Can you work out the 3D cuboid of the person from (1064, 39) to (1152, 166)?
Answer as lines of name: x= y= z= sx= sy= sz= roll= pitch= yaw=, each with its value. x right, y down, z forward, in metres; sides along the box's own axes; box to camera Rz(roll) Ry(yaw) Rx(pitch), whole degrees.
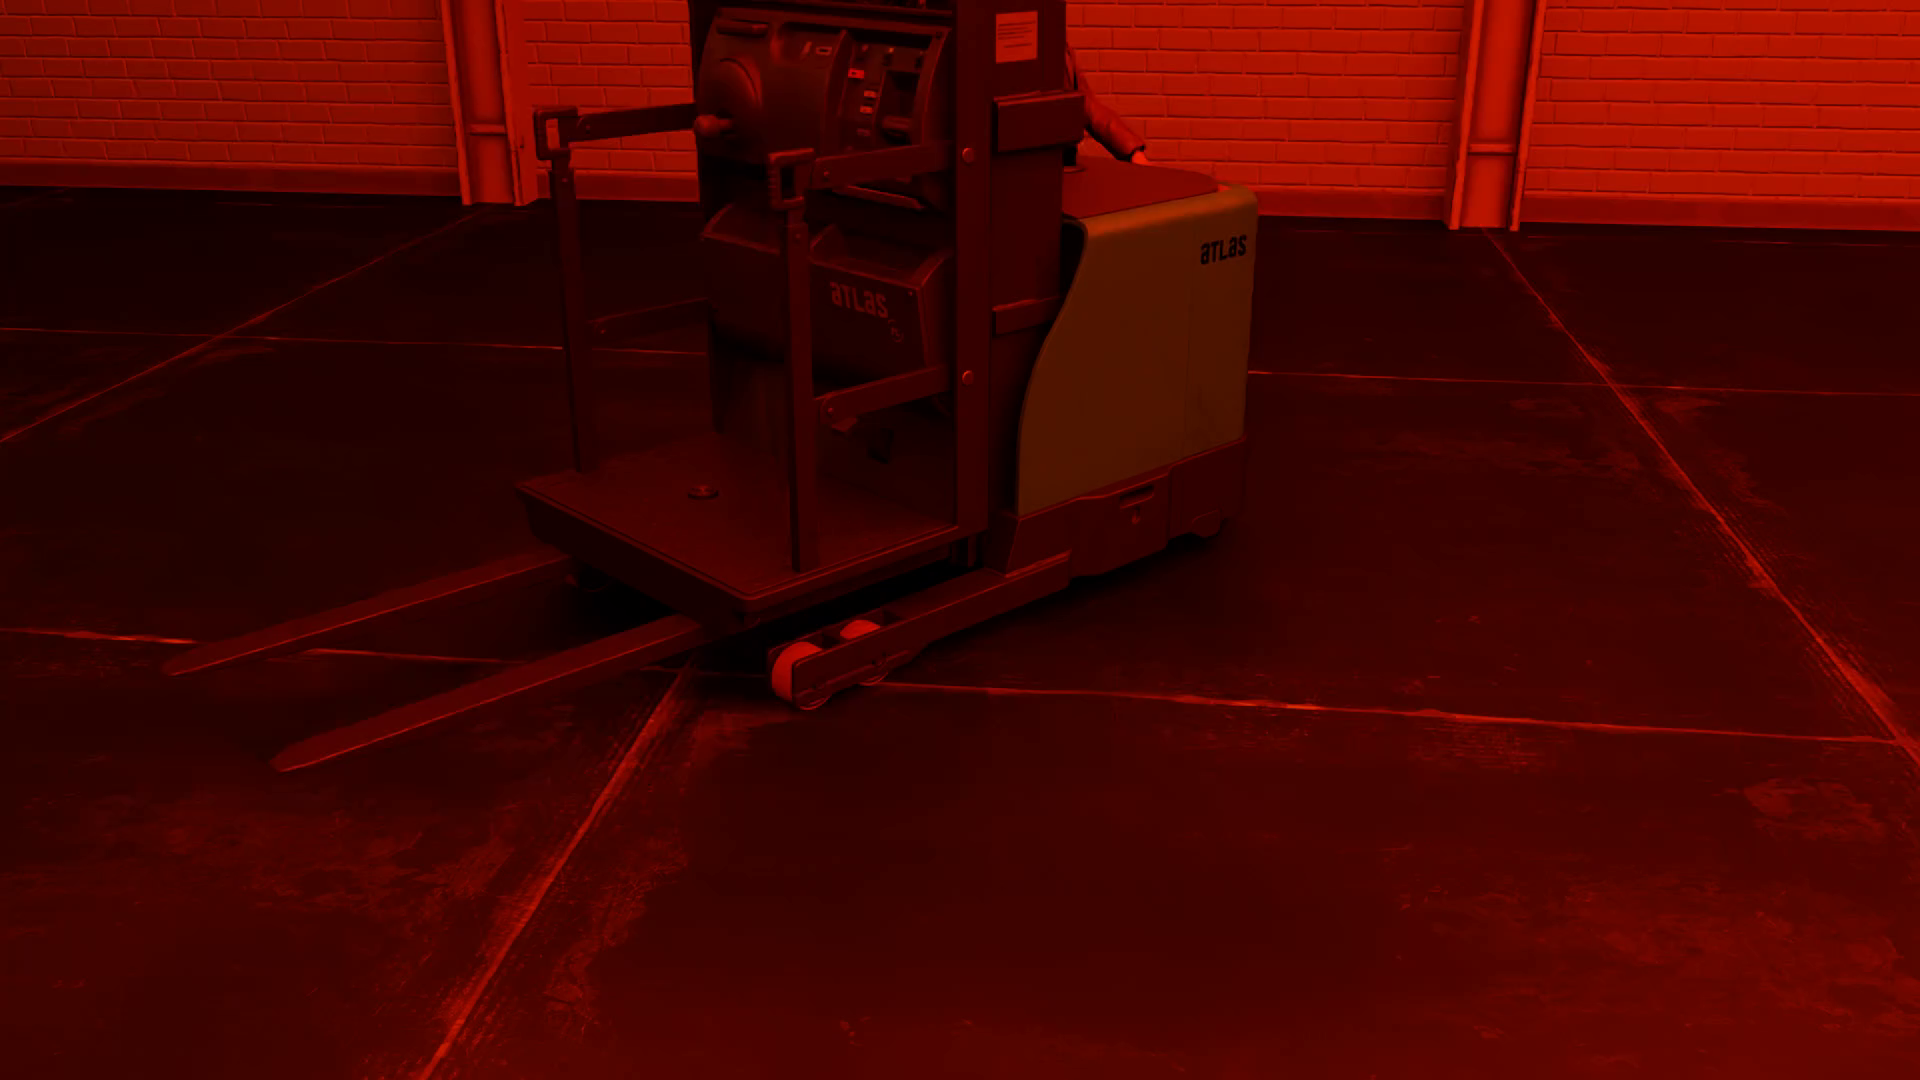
person: x=0.298 y=-1.245 z=6.010 sx=0.803 sy=1.702 sz=0.747 roll=2 pitch=22 yaw=6

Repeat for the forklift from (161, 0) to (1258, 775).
forklift: x=-0.522 y=-1.156 z=4.124 sx=3.031 sy=2.935 sz=1.130 roll=-19 pitch=29 yaw=-40
